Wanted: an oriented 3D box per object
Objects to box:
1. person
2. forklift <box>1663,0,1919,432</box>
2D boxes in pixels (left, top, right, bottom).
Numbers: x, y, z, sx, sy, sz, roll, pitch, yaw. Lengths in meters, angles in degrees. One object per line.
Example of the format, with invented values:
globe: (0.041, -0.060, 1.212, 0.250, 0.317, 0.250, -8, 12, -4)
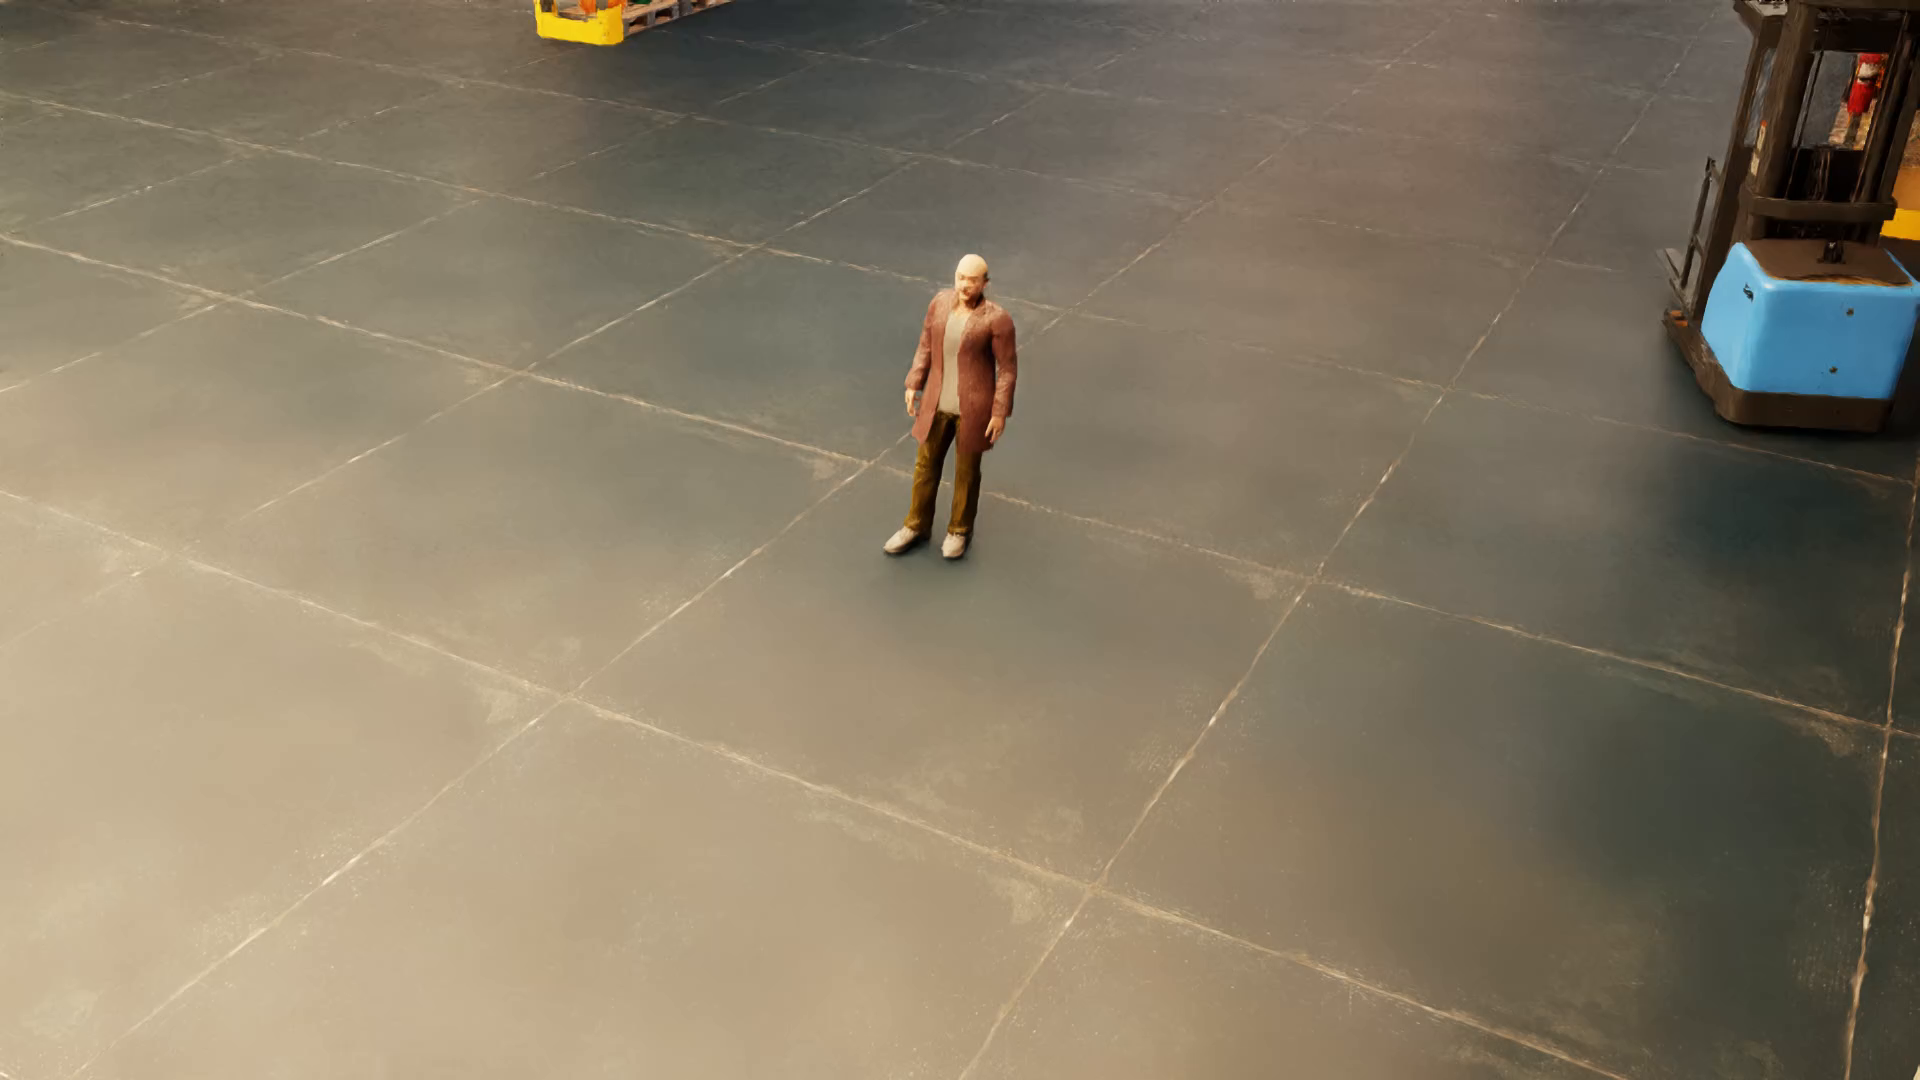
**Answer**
person: (-0.048, -0.737, 9.488, 0.694, 1.776, 0.580, 15, 33, 25)
forklift: (5.926, -2.707, 11.760, 1.130, 2.935, 3.031, 4, 30, 8)
